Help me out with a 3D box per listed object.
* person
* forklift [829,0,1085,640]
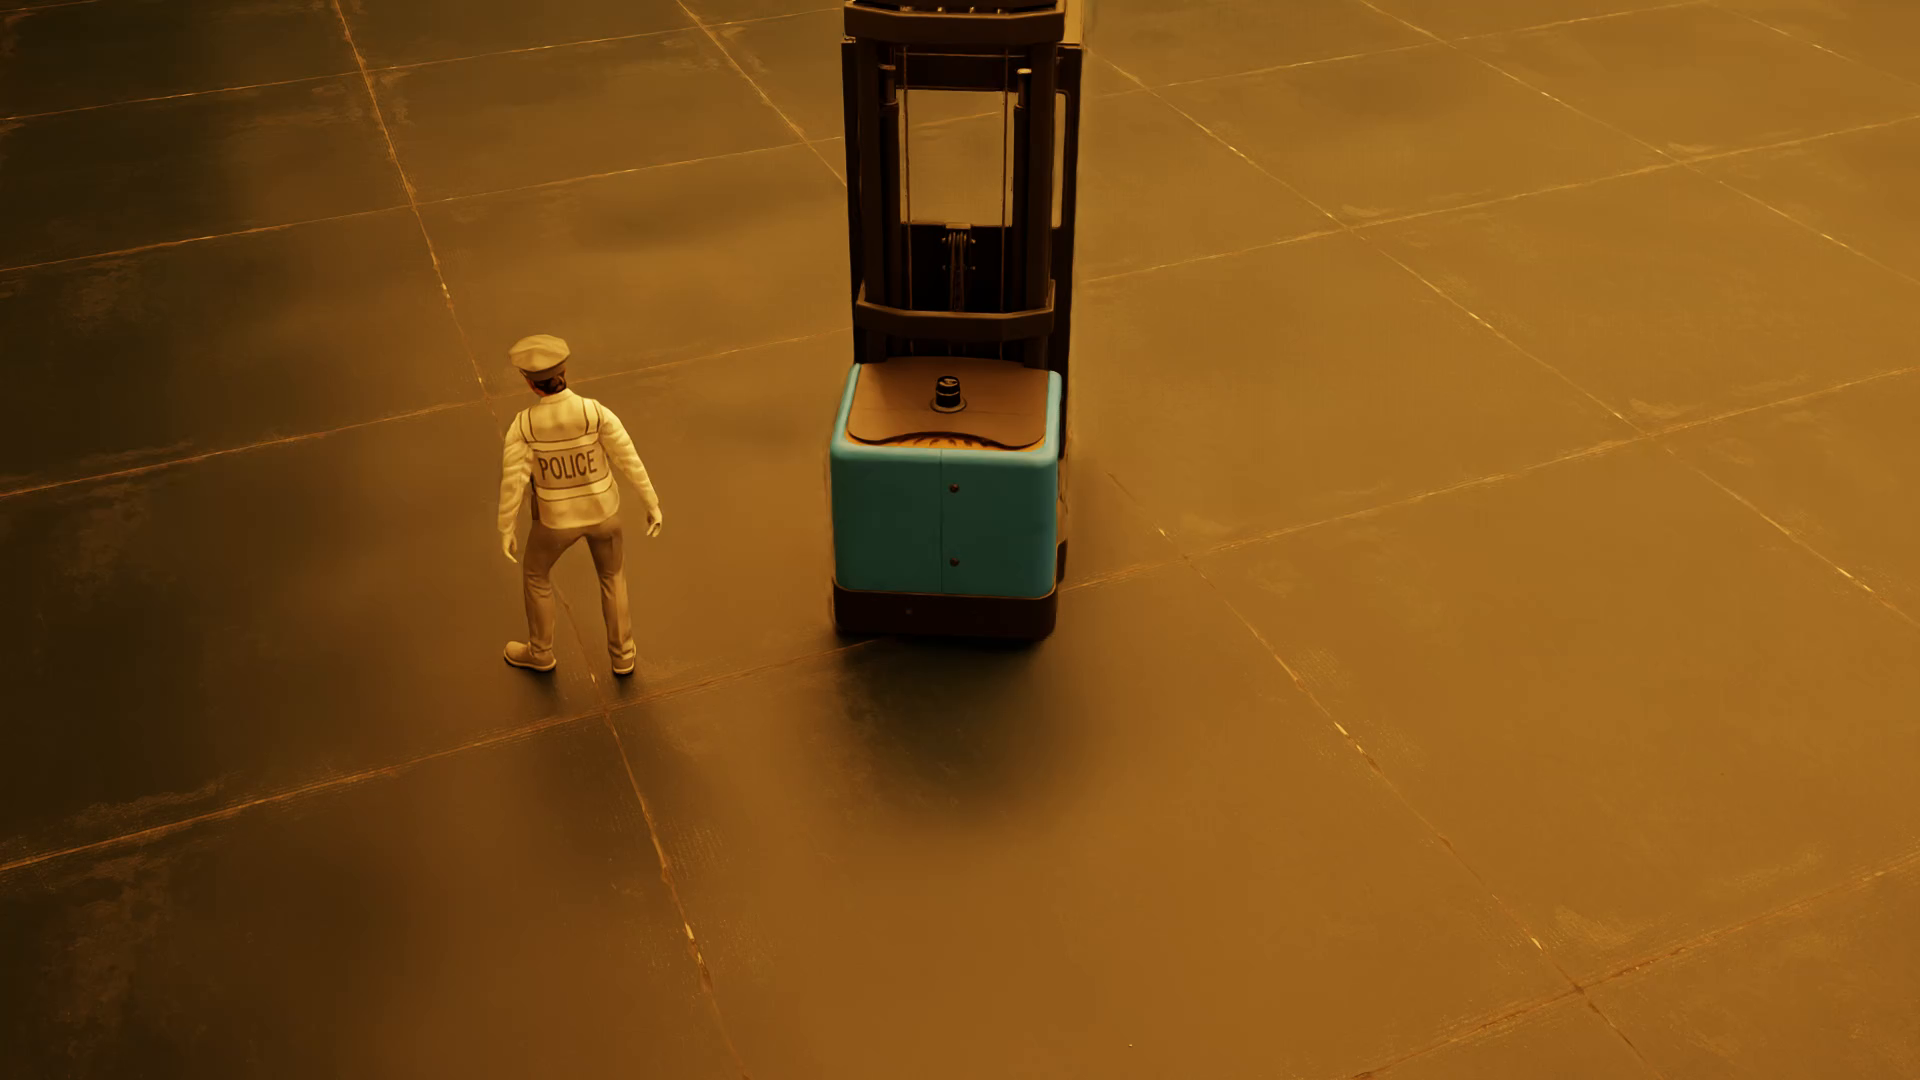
[{"bbox_3d":[-1.736,-0.110,7.387,0.792,1.634,0.396,-10,37,-14],"label":"person"},{"bbox_3d":[0.026,-1.559,8.291,1.130,2.935,3.031,2,35,3],"label":"forklift"}]
